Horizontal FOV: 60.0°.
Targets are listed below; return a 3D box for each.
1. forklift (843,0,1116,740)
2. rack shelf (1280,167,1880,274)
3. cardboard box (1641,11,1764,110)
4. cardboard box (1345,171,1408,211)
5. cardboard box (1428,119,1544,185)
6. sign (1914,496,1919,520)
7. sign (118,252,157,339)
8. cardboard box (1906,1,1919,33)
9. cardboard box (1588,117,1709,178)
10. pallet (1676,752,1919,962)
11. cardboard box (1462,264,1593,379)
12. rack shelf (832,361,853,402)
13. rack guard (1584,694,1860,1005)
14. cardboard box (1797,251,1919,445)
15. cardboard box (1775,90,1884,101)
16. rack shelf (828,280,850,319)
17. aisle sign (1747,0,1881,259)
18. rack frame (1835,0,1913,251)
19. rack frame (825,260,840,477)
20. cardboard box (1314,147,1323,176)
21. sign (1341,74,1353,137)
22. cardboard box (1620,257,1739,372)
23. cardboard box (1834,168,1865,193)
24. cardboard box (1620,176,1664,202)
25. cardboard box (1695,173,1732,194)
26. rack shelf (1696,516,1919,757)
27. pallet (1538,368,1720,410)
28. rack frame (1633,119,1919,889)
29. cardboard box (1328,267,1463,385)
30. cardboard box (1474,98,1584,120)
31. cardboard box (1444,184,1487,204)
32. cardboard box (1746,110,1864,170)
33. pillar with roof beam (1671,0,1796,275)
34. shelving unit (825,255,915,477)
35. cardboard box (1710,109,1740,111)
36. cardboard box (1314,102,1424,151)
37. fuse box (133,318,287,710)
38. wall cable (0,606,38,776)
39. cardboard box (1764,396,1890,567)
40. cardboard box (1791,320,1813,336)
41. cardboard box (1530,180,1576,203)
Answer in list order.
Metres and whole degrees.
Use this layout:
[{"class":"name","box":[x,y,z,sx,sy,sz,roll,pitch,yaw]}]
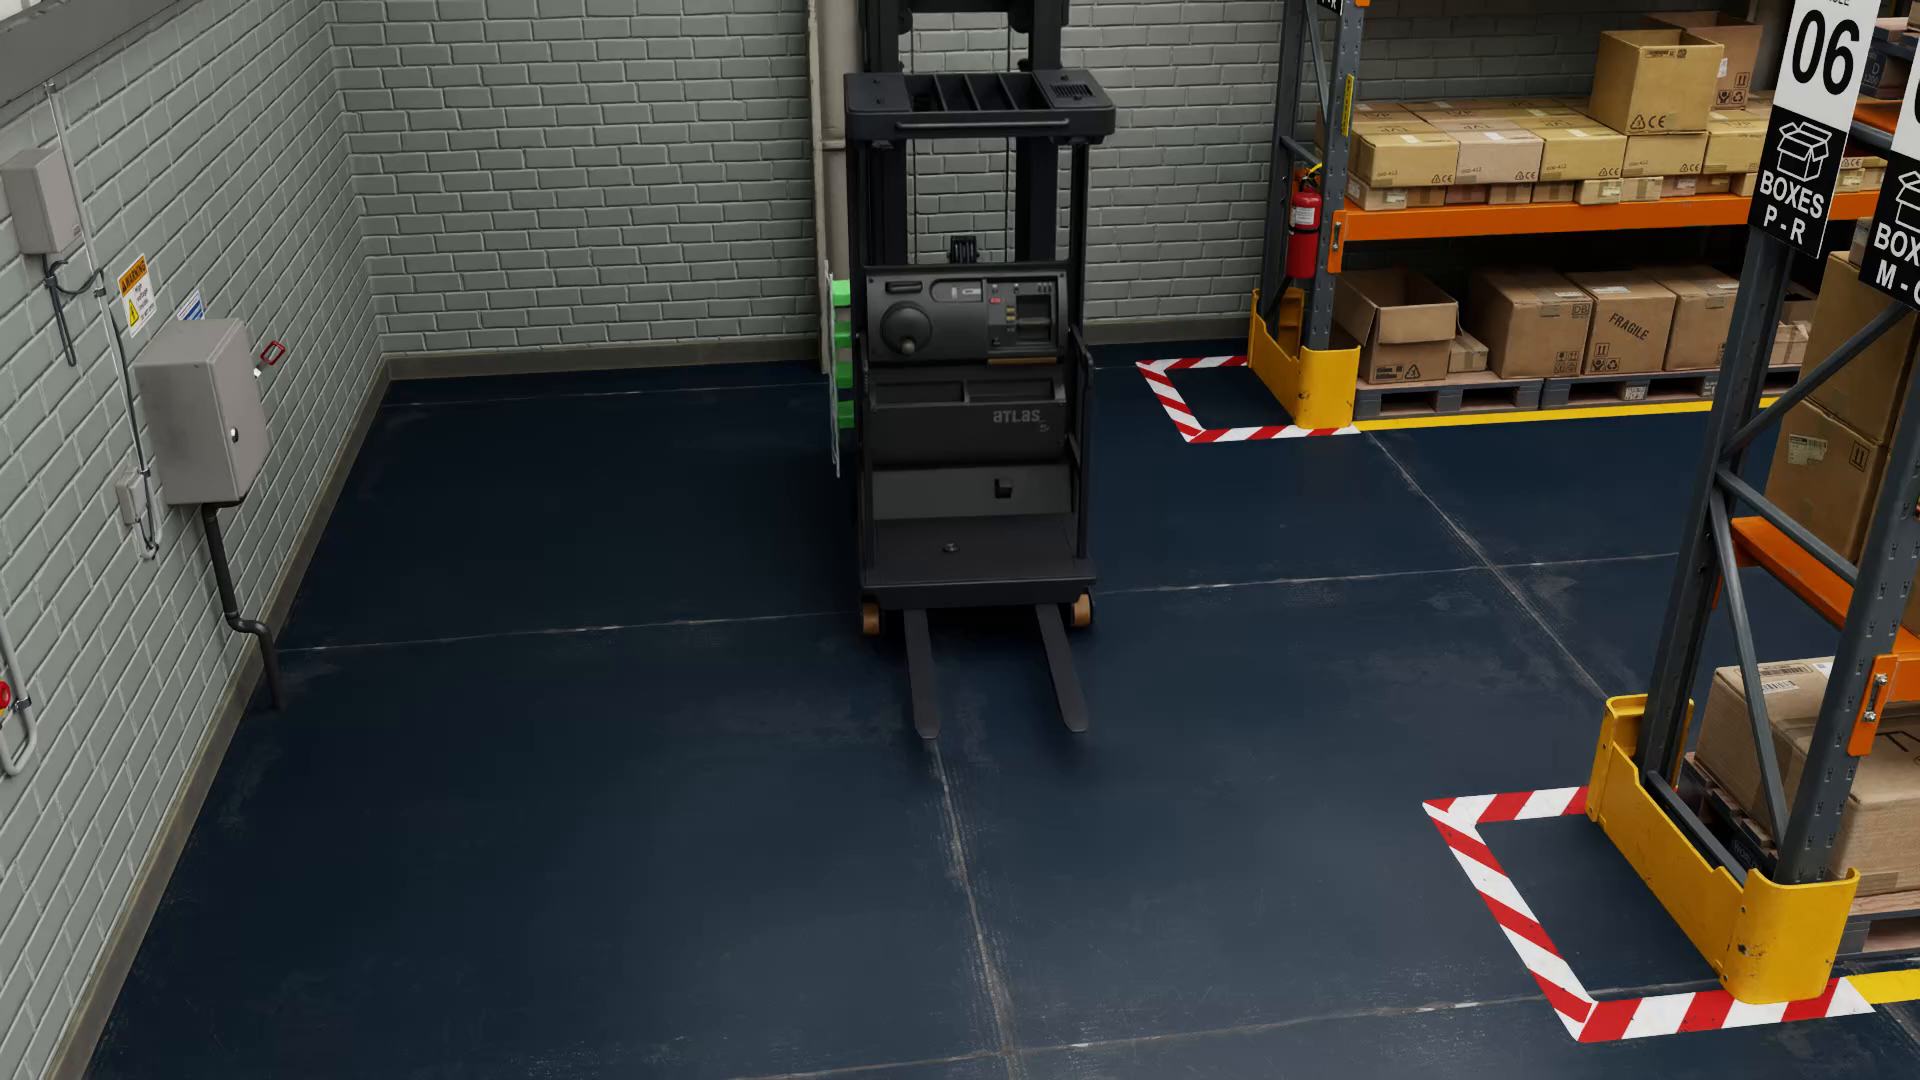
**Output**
[{"class":"forklift","box":[0.054,-1.007,7.502,1.130,2.935,3.031,-2,27,-4]},{"class":"rack shelf","box":[4.047,-2.075,10.296,4.000,0.370,1.077,-4,27,-7]},{"class":"cardboard box","box":[4.516,-2.947,10.225,0.500,0.500,0.500,-4,27,-9]},{"class":"cardboard box","box":[2.431,-2.053,9.740,0.250,0.149,0.380,-4,27,-8]},{"class":"cardboard box","box":[3.053,-2.273,9.732,0.500,0.250,0.500,-3,27,-7]},{"class":"sign","box":[2.833,-0.193,4.806,0.005,0.325,0.100,-4,27,-7]},{"class":"sign","box":[-3.164,-0.943,6.397,0.001,0.242,0.339,-4,27,-7]},{"class":"cardboard box","box":[3.195,-1.593,4.877,0.500,0.250,0.500,-6,28,-12]},{"class":"cardboard box","box":[4.058,-2.348,9.880,0.500,0.250,0.500,-4,27,-8]},{"class":"pallet","box":[3.543,1.130,6.316,1.213,0.211,1.003,-4,27,-7]},{"class":"cardboard box","box":[3.538,-1.375,10.423,0.500,0.500,0.700,-3,27,-5]},{"class":"rack shelf","box":[-0.472,-0.910,9.350,0.480,0.148,0.258,-5,28,-9]},{"class":"rack guard","box":[2.738,1.090,6.079,0.348,0.500,1.175,-4,27,-7]},{"class":"cardboard box","box":[3.206,-0.652,5.530,0.500,0.500,0.500,-3,27,-5]},{"class":"cardboard box","box":[5.500,-2.678,10.522,0.500,0.250,0.500,-4,27,-8]},{"class":"rack shelf","box":[-0.472,-1.337,9.130,0.480,0.148,0.258,-5,28,-9]},{"class":"aisle sign","box":[2.648,-1.316,5.182,0.004,0.787,0.394,-4,27,-7]},{"class":"rack frame","box":[6.028,-2.522,10.380,0.127,3.000,1.000,-4,27,-7]},{"class":"rack frame","box":[-0.712,-0.946,9.280,0.015,1.200,0.240,-5,28,-9]},{"class":"cardboard box","box":[2.358,-2.298,10.219,0.250,0.149,0.380,-4,27,-8]},{"class":"sign","box":[2.143,-2.408,9.208,0.005,0.325,0.100,-4,27,-7]},{"class":"cardboard box","box":[4.566,-1.441,10.551,0.500,0.500,0.700,-5,28,-9]},{"class":"cardboard box","box":[5.238,-2.222,10.070,0.250,0.149,0.380,-3,27,-6]},{"class":"cardboard box","box":[3.971,-2.138,9.907,0.250,0.149,0.380,-3,27,-6]},{"class":"cardboard box","box":[4.455,-2.223,10.072,0.250,0.149,0.380,-3,27,-6]},{"class":"rack shelf","box":[4.743,0.169,5.923,4.000,0.370,1.077,-4,27,-7]},{"class":"pallet","box":[4.137,-1.159,10.778,1.213,0.211,1.003,-4,27,-7]},{"class":"rack frame","box":[2.762,-0.024,5.511,0.127,3.000,1.000,-4,27,-7]},{"class":"cardboard box","box":[2.686,-1.340,10.350,0.637,0.503,0.797,-5,28,-9]},{"class":"cardboard box","box":[3.487,-2.544,10.261,0.500,0.250,0.500,-3,27,-5]},{"class":"cardboard box","box":[2.931,-2.122,9.876,0.250,0.149,0.380,-4,27,-8]},{"class":"cardboard box","box":[5.063,-2.406,9.993,0.500,0.250,0.500,-4,27,-7]},{"class":"pillar with roof beam","box":[5.812,-3.608,5.925,0.400,9.000,9.100,-4,27,-7]},{"class":"shelving unit","box":[-0.472,-0.967,9.320,0.503,1.200,0.258,-5,28,-9]},{"class":"cardboard box","box":[4.493,-2.611,10.392,0.500,0.250,0.500,-3,27,-6]},{"class":"cardboard box","box":[2.485,-2.483,10.141,0.500,0.250,0.500,-3,27,-6]},{"class":"fuse box","box":[-2.967,-0.041,6.955,0.414,1.711,0.539,-4,27,-7]},{"class":"wall cable","box":[-2.818,-0.121,4.552,0.123,1.953,0.585,-4,27,-7]},{"class":"cardboard box","box":[3.203,-0.219,5.781,0.500,0.500,0.500,-4,27,-7]},{"class":"cardboard box","box":[5.517,-1.272,10.607,0.250,0.149,0.380,-4,28,-9]},{"class":"cardboard box","box":[3.452,-2.130,9.891,0.250,0.149,0.380,-3,27,-6]}]
